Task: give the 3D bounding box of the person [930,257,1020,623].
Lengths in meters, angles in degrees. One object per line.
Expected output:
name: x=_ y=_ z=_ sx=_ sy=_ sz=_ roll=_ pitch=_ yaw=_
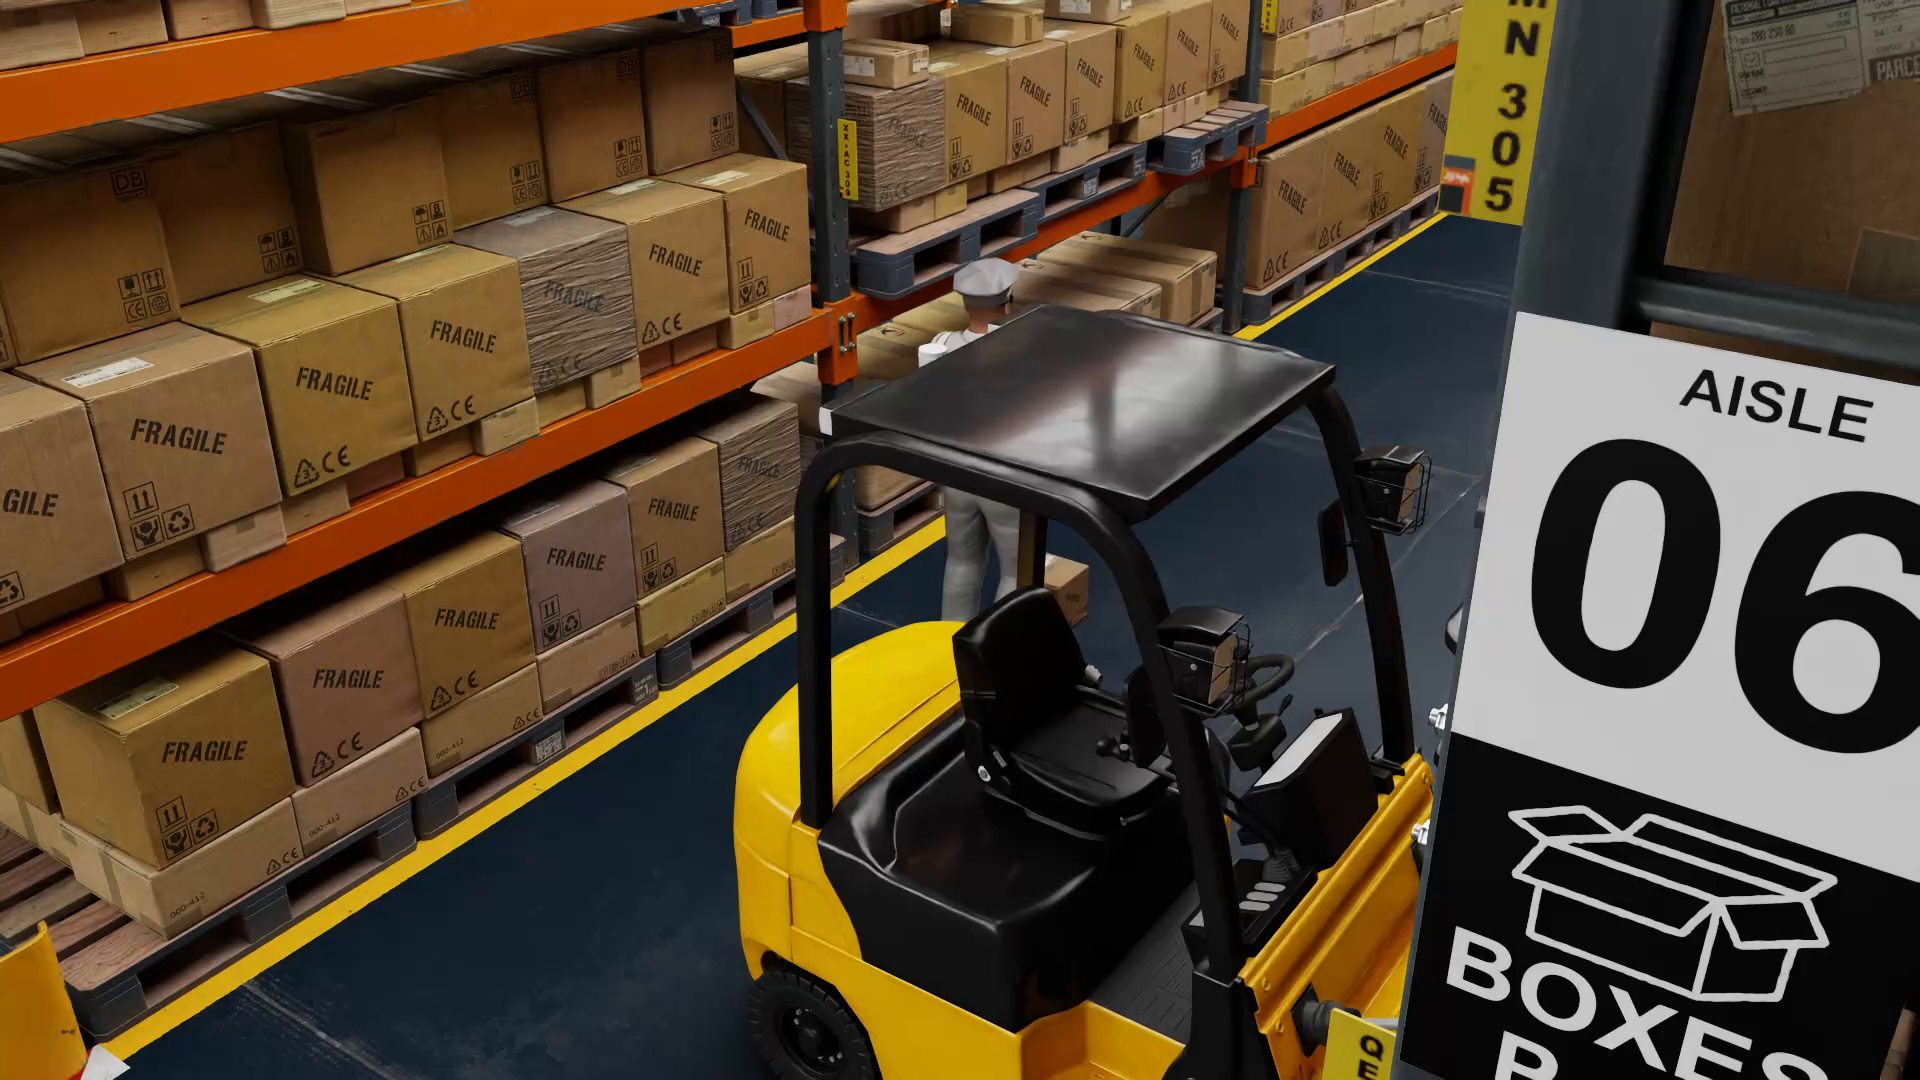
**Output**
person: x=0.121 y=-0.242 z=6.604 sx=0.526 sy=1.778 sz=0.393 roll=16 pitch=31 yaw=28
